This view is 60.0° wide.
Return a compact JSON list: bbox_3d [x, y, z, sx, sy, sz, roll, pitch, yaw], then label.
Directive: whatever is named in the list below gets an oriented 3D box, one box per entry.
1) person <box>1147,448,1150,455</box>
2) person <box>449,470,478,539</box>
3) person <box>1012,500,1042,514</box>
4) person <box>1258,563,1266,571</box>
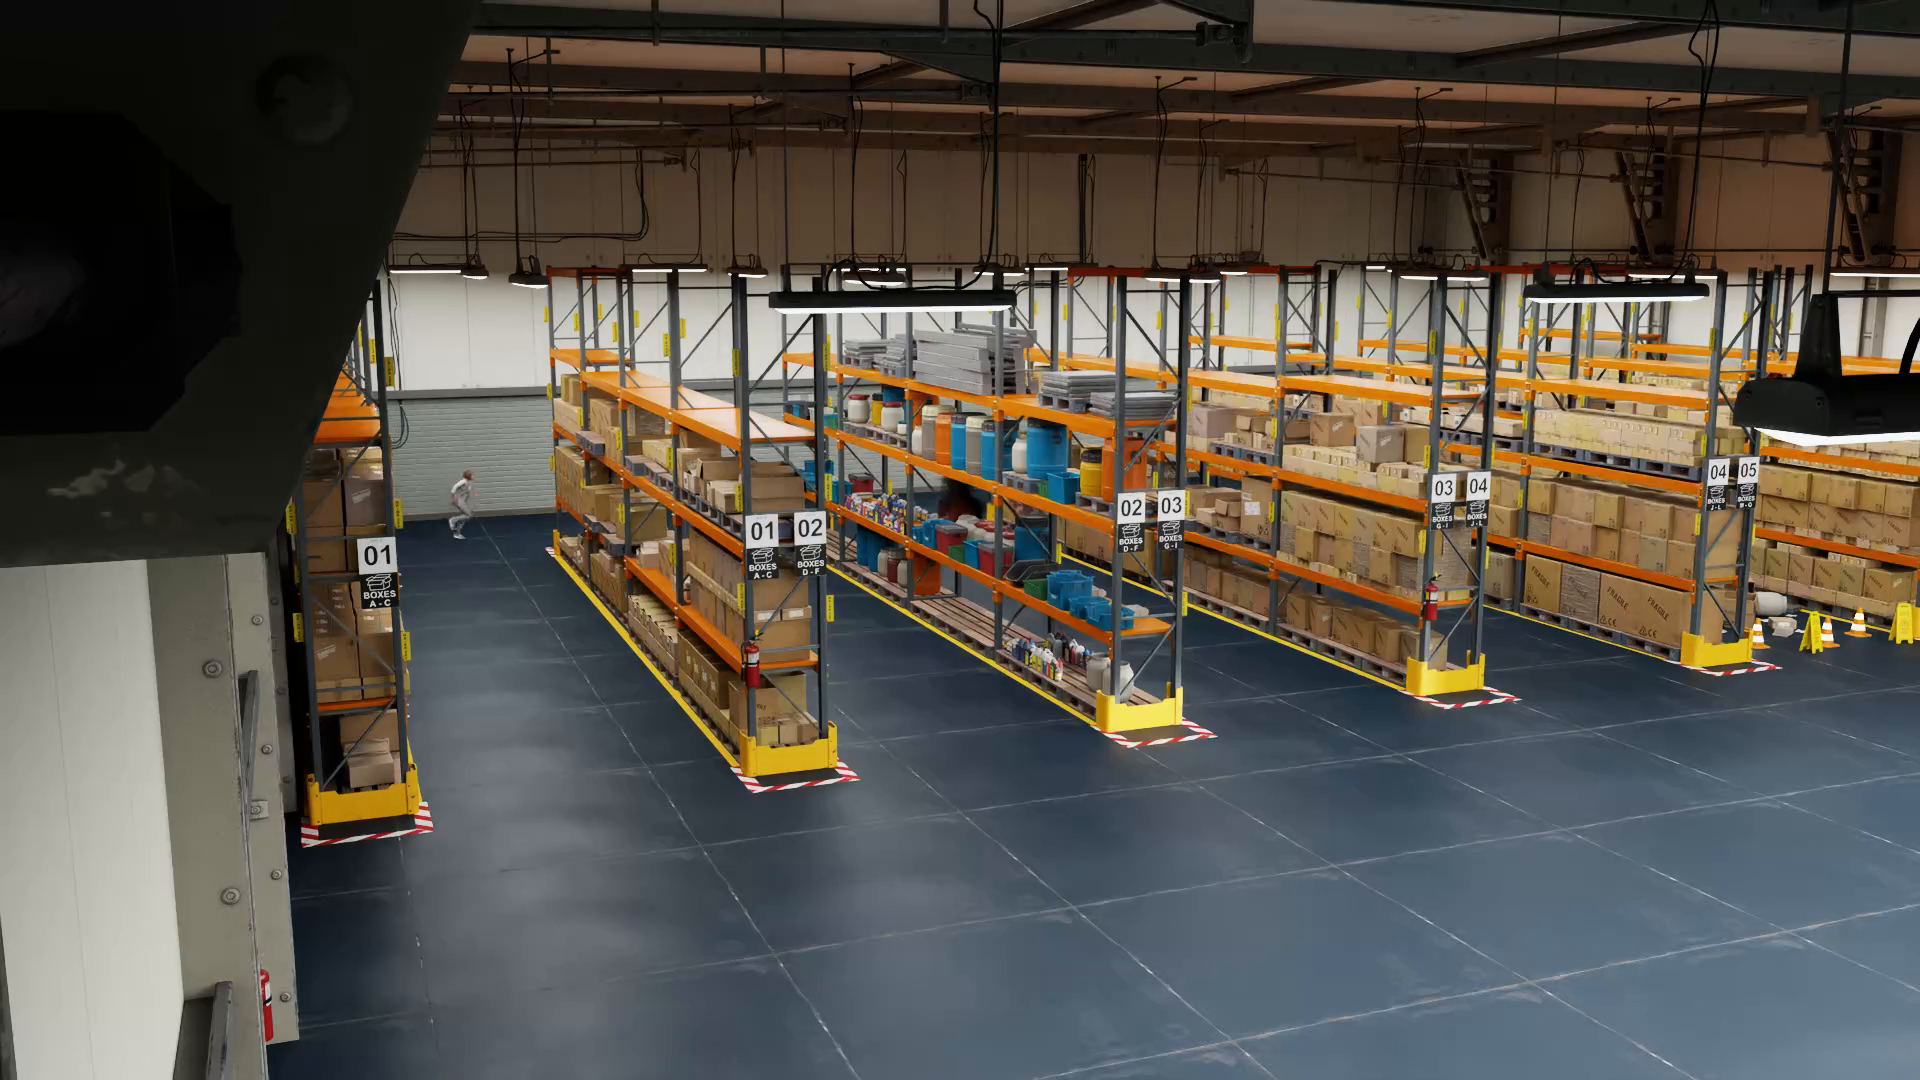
[{"bbox_3d":[4.259,-1.369,39.791,0.689,1.702,0.677,-2,10,-11],"label":"person"},{"bbox_3d":[-11.002,-0.791,36.862,0.660,1.528,0.523,-1,10,-8],"label":"person"},{"bbox_3d":[1.450,-0.474,33.224,0.666,1.845,0.763,-7,12,-33],"label":"person"},{"bbox_3d":[5.990,0.016,31.643,0.667,1.708,0.690,-7,12,-36],"label":"person"}]
